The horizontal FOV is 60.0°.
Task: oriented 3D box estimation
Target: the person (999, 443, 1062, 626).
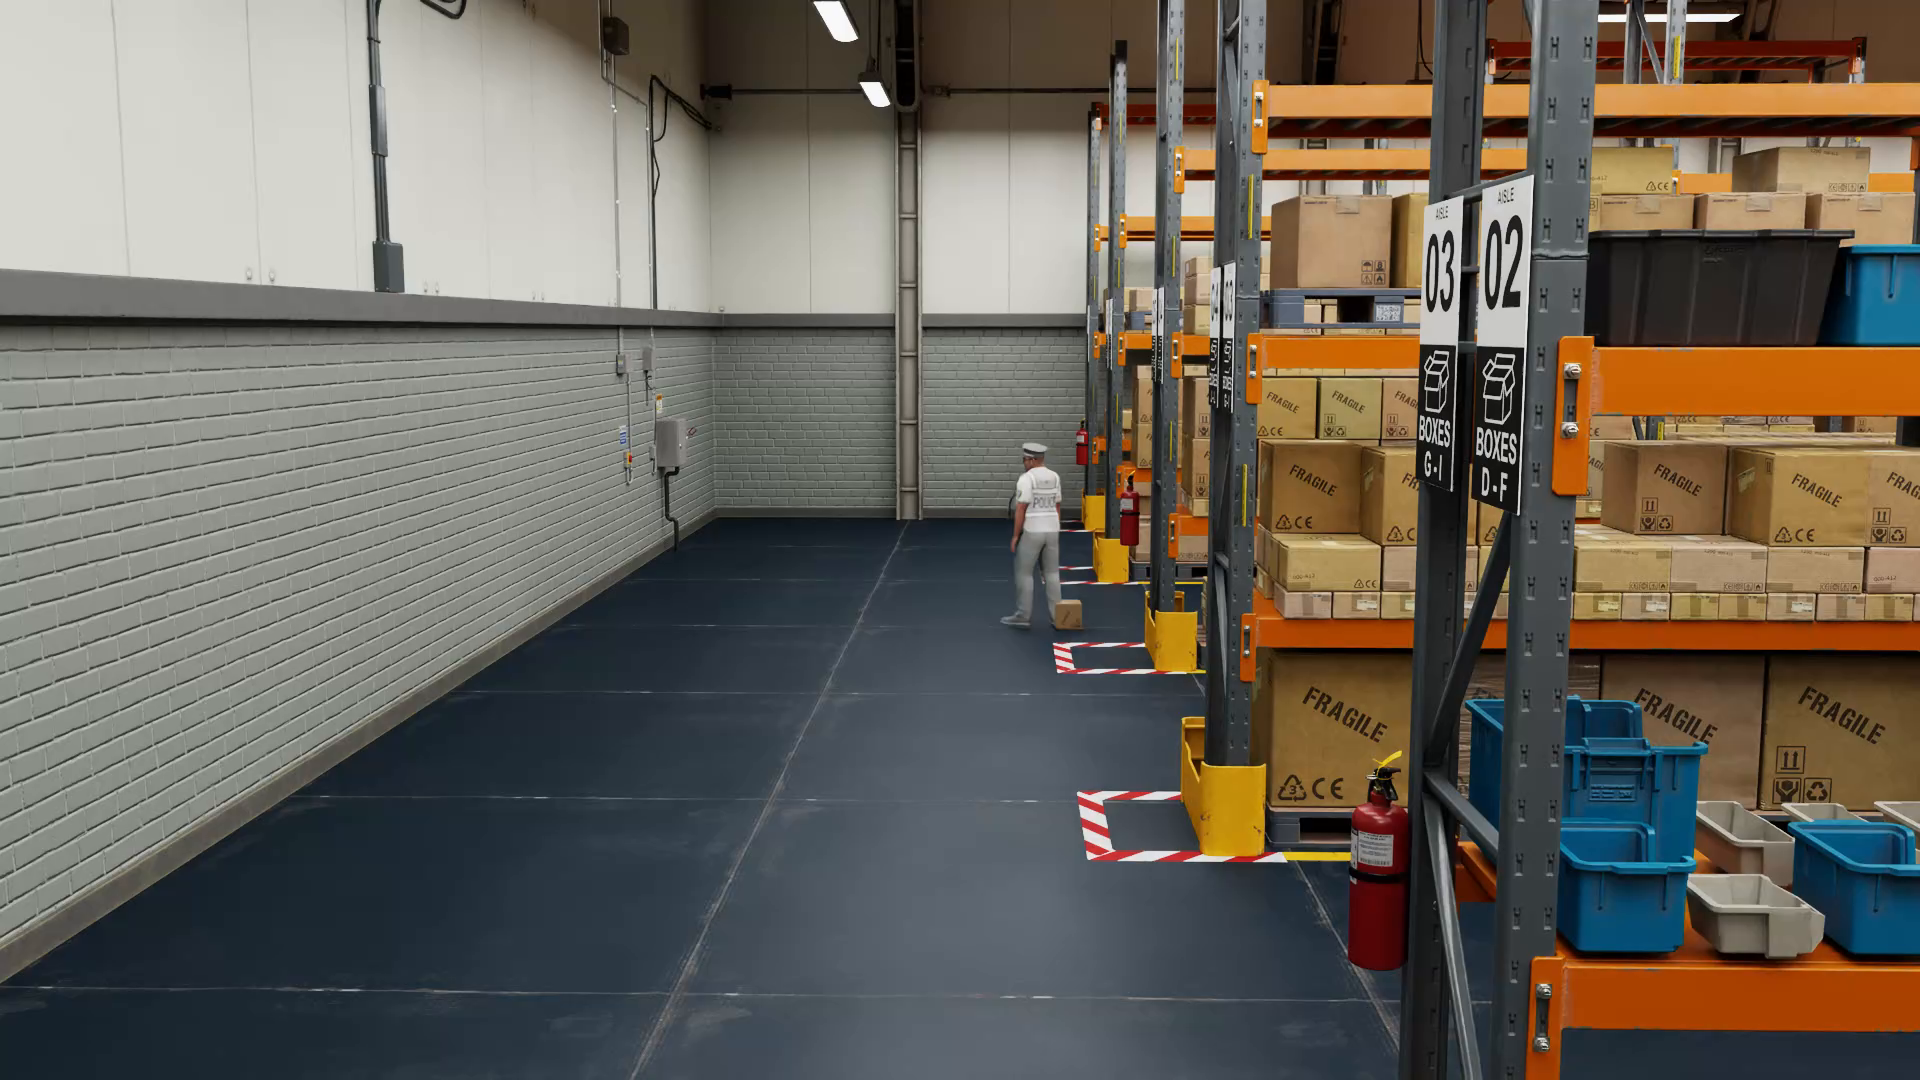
[{"bbox_3d":[0.728,-0.053,15.961,0.594,1.752,0.476,-5,9,-36],"label":"person"}]
